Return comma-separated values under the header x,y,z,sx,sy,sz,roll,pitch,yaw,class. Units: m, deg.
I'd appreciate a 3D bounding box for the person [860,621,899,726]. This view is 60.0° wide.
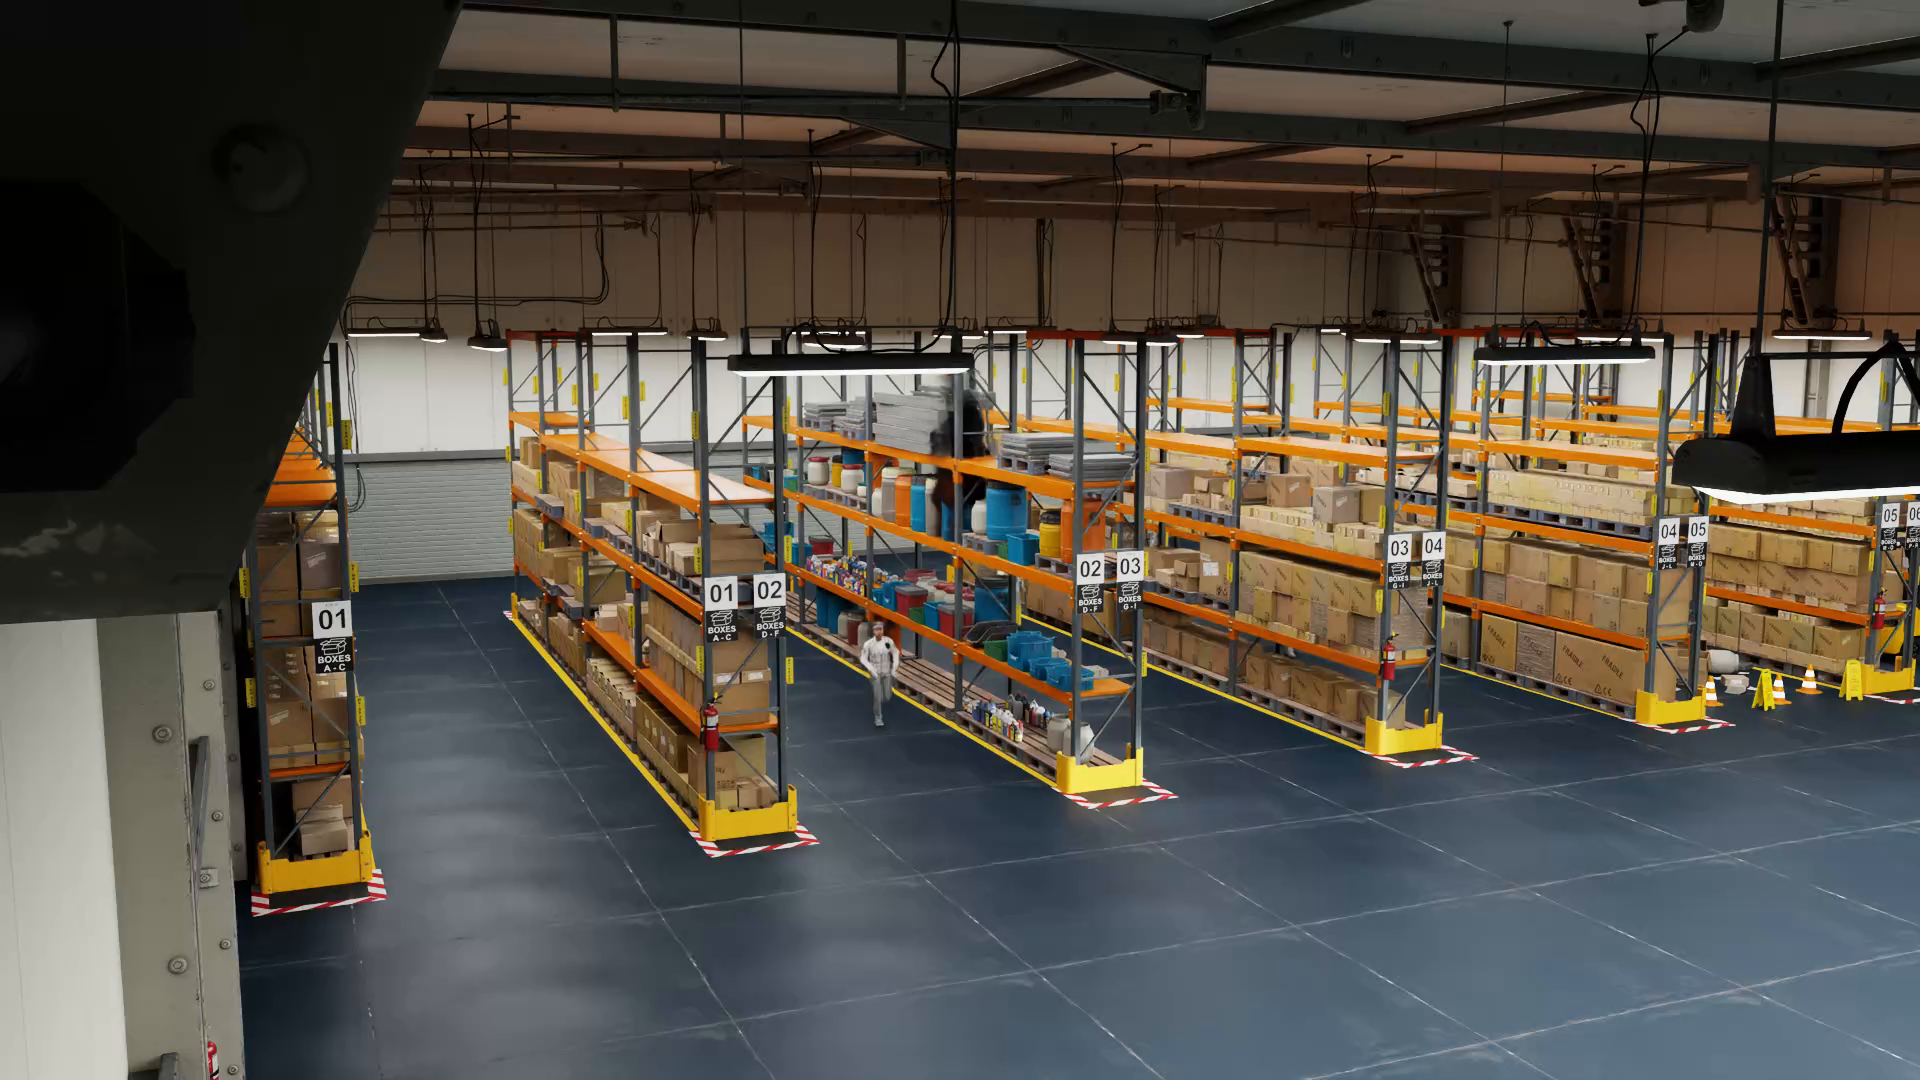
x,y,z,sx,sy,sz,roll,pitch,yaw,class
-1.228,2.037,25.617,0.633,1.654,0.623,-2,8,-15,person

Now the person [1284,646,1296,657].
x,y,z,sx,sy,sz,roll,pitch,yaw,class
6.128,1.294,31.021,0.666,1.716,0.885,-4,9,-29,person

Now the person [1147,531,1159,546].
x,y,z,sx,sy,sz,roll,pitch,yaw,class
4.947,-0.118,41.606,0.531,1.595,0.597,0,8,-2,person

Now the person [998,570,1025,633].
x,y,z,sx,sy,sz,roll,pitch,yaw,class
1.012,1.025,33.005,0.625,1.654,0.723,-4,9,-26,person
